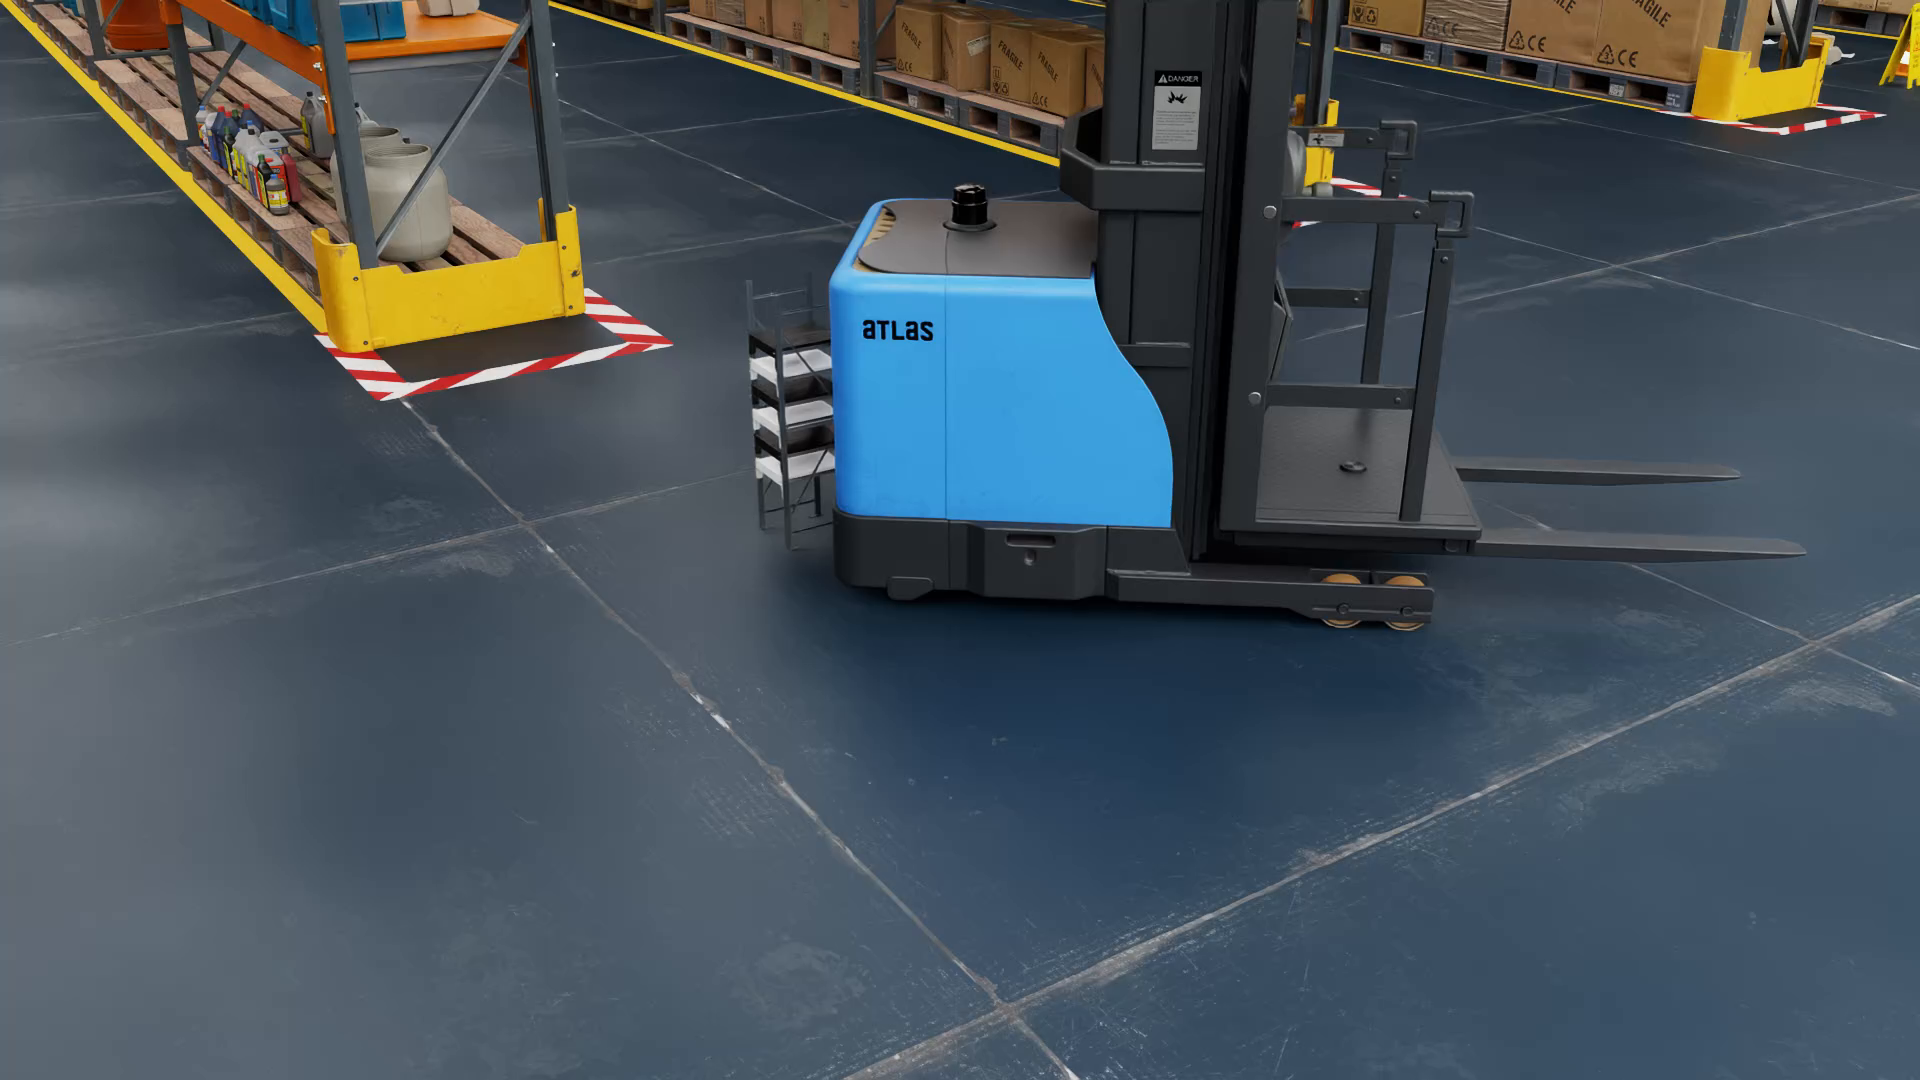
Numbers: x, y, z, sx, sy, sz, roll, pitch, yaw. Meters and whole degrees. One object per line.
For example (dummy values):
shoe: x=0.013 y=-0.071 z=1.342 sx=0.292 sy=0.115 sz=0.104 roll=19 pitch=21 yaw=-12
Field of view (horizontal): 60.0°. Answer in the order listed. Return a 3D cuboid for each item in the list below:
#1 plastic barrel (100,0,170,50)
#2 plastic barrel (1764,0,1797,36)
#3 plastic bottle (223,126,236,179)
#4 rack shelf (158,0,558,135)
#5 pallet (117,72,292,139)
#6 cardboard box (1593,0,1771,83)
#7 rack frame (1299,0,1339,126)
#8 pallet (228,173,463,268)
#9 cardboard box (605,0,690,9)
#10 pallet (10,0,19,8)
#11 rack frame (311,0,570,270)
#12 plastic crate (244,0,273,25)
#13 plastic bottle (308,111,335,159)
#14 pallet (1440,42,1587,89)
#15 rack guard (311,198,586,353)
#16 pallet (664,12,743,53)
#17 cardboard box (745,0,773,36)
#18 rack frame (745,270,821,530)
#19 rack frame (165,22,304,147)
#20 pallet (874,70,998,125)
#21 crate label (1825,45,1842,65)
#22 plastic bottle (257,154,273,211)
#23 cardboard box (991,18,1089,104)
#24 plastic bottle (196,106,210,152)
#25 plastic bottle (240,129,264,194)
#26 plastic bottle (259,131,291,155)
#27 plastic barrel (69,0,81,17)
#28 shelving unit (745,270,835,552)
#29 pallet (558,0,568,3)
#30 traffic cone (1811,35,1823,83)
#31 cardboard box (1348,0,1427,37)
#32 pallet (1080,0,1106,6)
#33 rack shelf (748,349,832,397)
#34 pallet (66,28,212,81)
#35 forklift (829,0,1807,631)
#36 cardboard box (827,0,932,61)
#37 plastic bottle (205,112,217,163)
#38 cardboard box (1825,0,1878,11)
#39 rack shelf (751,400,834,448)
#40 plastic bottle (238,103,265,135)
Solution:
plastic barrel: x=-6.953 y=-4.616 z=14.064 sx=0.600 sy=0.830 sz=0.708 roll=-16 pitch=29 yaw=-30
plastic barrel: x=7.752 y=-5.060 z=15.972 sx=0.512 sy=0.421 sz=0.421 roll=3 pitch=25 yaw=6
plastic bottle: x=-4.237 y=-2.254 z=9.678 sx=0.061 sy=0.283 sz=0.133 roll=-14 pitch=29 yaw=-27
rack shelf: x=-3.396 y=-2.765 z=8.936 sx=1.077 sy=0.370 sz=4.000 roll=-16 pitch=29 yaw=-30
pallet: x=-5.619 y=-3.253 z=12.394 sx=1.003 sy=0.211 sz=1.213 roll=-16 pitch=29 yaw=-30
cardboard box: x=5.631 y=-4.105 z=12.929 sx=0.875 sy=0.875 sz=0.875 roll=-15 pitch=29 yaw=-29
rack frame: x=1.845 y=-3.529 z=9.712 sx=1.000 sy=3.000 sz=0.127 roll=-16 pitch=29 yaw=-30
pallet: x=-3.486 y=-1.858 z=9.438 sx=1.003 sy=0.211 sz=1.213 roll=-16 pitch=29 yaw=-30
cardboard box: x=-2.881 y=-5.871 z=16.670 sx=1.225 sy=0.875 sz=0.875 roll=-17 pitch=30 yaw=-32
pallet: x=-9.959 y=-6.097 z=18.417 sx=1.003 sy=0.211 sz=1.213 roll=-16 pitch=29 yaw=-30
rack frame: x=-2.304 y=-2.375 z=7.267 sx=1.000 sy=3.000 sz=0.127 roll=-16 pitch=29 yaw=-30
plastic crate: x=-3.178 y=-2.650 z=8.025 sx=0.499 sy=0.251 sz=0.408 roll=-16 pitch=29 yaw=-30
plastic bottle: x=-3.901 y=-2.497 z=10.202 sx=0.152 sy=0.276 sz=0.135 roll=-16 pitch=29 yaw=-30
pallet: x=4.892 y=-4.092 z=14.170 sx=1.003 sy=0.211 sz=1.213 roll=-16 pitch=29 yaw=-30
rack guard: x=-2.385 y=-1.261 z=7.835 sx=1.175 sy=0.500 sz=0.348 roll=-16 pitch=29 yaw=-30
pallet: x=-2.096 y=-4.850 z=15.776 sx=1.003 sy=0.211 sz=1.213 roll=-16 pitch=29 yaw=-30
cardboard box: x=-1.511 y=-4.828 z=14.875 sx=0.700 sy=0.500 sz=0.500 roll=-13 pitch=28 yaw=-25
rack frame: x=-0.599 y=-0.469 z=5.689 sx=0.240 sy=0.900 sz=0.006 roll=-15 pitch=29 yaw=-29
rack frame: x=-4.488 y=-3.806 z=10.298 sx=1.000 sy=3.000 sz=0.127 roll=-16 pitch=29 yaw=-30
pallet: x=0.058 y=-3.467 z=12.847 sx=1.003 sy=0.211 sz=1.213 roll=-16 pitch=29 yaw=-30
crate label: x=7.607 y=-4.284 z=14.664 sx=0.298 sy=0.136 sz=0.250 roll=12 pitch=28 yaw=24
plastic bottle: x=-3.753 y=-1.938 z=9.008 sx=0.061 sy=0.283 sz=0.133 roll=-15 pitch=29 yaw=-28
cardboard box: x=0.570 y=-3.460 z=12.002 sx=0.500 sy=0.500 sz=0.500 roll=-19 pitch=31 yaw=-34
plastic bottle: x=-4.681 y=-2.555 z=10.328 sx=0.097 sy=0.271 sz=0.097 roll=0 pitch=25 yaw=0
plastic bottle: x=-3.958 y=-2.135 z=9.347 sx=0.144 sy=0.351 sz=0.185 roll=-14 pitch=29 yaw=-27
plastic bottle: x=-3.950 y=-2.211 z=9.596 sx=0.152 sy=0.276 sz=0.135 roll=-16 pitch=29 yaw=-30
plastic barrel: x=-8.186 y=-5.456 z=15.760 sx=0.600 sy=0.901 sz=0.708 roll=-16 pitch=29 yaw=-30
shelving unit: x=-0.545 y=-0.432 z=5.611 sx=0.258 sy=0.900 sz=0.210 roll=-15 pitch=29 yaw=-29
pallet: x=-4.221 y=-6.302 z=18.852 sx=1.003 sy=0.211 sz=1.213 roll=-16 pitch=29 yaw=-30
traffic cone: x=6.956 y=-4.023 z=13.729 sx=0.336 sy=0.463 sz=0.334 roll=-16 pitch=29 yaw=-30
cardboard box: x=4.157 y=-5.067 z=14.967 sx=0.875 sy=0.875 sz=0.875 roll=-15 pitch=29 yaw=-29
pallet: x=2.056 y=-5.950 z=18.106 sx=1.003 sy=0.211 sz=1.213 roll=-16 pitch=29 yaw=-30
rack shelf: x=-0.545 y=-0.565 z=5.548 sx=0.258 sy=0.077 sz=0.200 roll=-15 pitch=29 yaw=-29
pallet: x=-7.137 y=-4.248 z=14.500 sx=1.003 sy=0.211 sz=1.213 roll=-16 pitch=29 yaw=-30
forklift: x=1.143 y=-1.282 z=5.032 sx=3.031 sy=2.935 sz=1.130 roll=2 pitch=25 yaw=5
cardboard box: x=-0.655 y=-4.253 z=13.658 sx=0.700 sy=0.500 sz=0.500 roll=-18 pitch=31 yaw=-33
plastic bottle: x=-4.482 y=-2.447 z=10.096 sx=0.152 sy=0.276 sz=0.135 roll=-14 pitch=29 yaw=-28
cardboard box: x=8.915 y=-5.384 z=16.371 sx=0.500 sy=0.250 sz=0.500 roll=-17 pitch=30 yaw=-31
rack shelf: x=-0.545 y=-0.402 z=5.625 sx=0.258 sy=0.077 sz=0.200 roll=-15 pitch=29 yaw=-29
plastic bottle: x=-4.274 y=-2.455 z=10.024 sx=0.144 sy=0.351 sz=0.185 roll=-16 pitch=29 yaw=-30
